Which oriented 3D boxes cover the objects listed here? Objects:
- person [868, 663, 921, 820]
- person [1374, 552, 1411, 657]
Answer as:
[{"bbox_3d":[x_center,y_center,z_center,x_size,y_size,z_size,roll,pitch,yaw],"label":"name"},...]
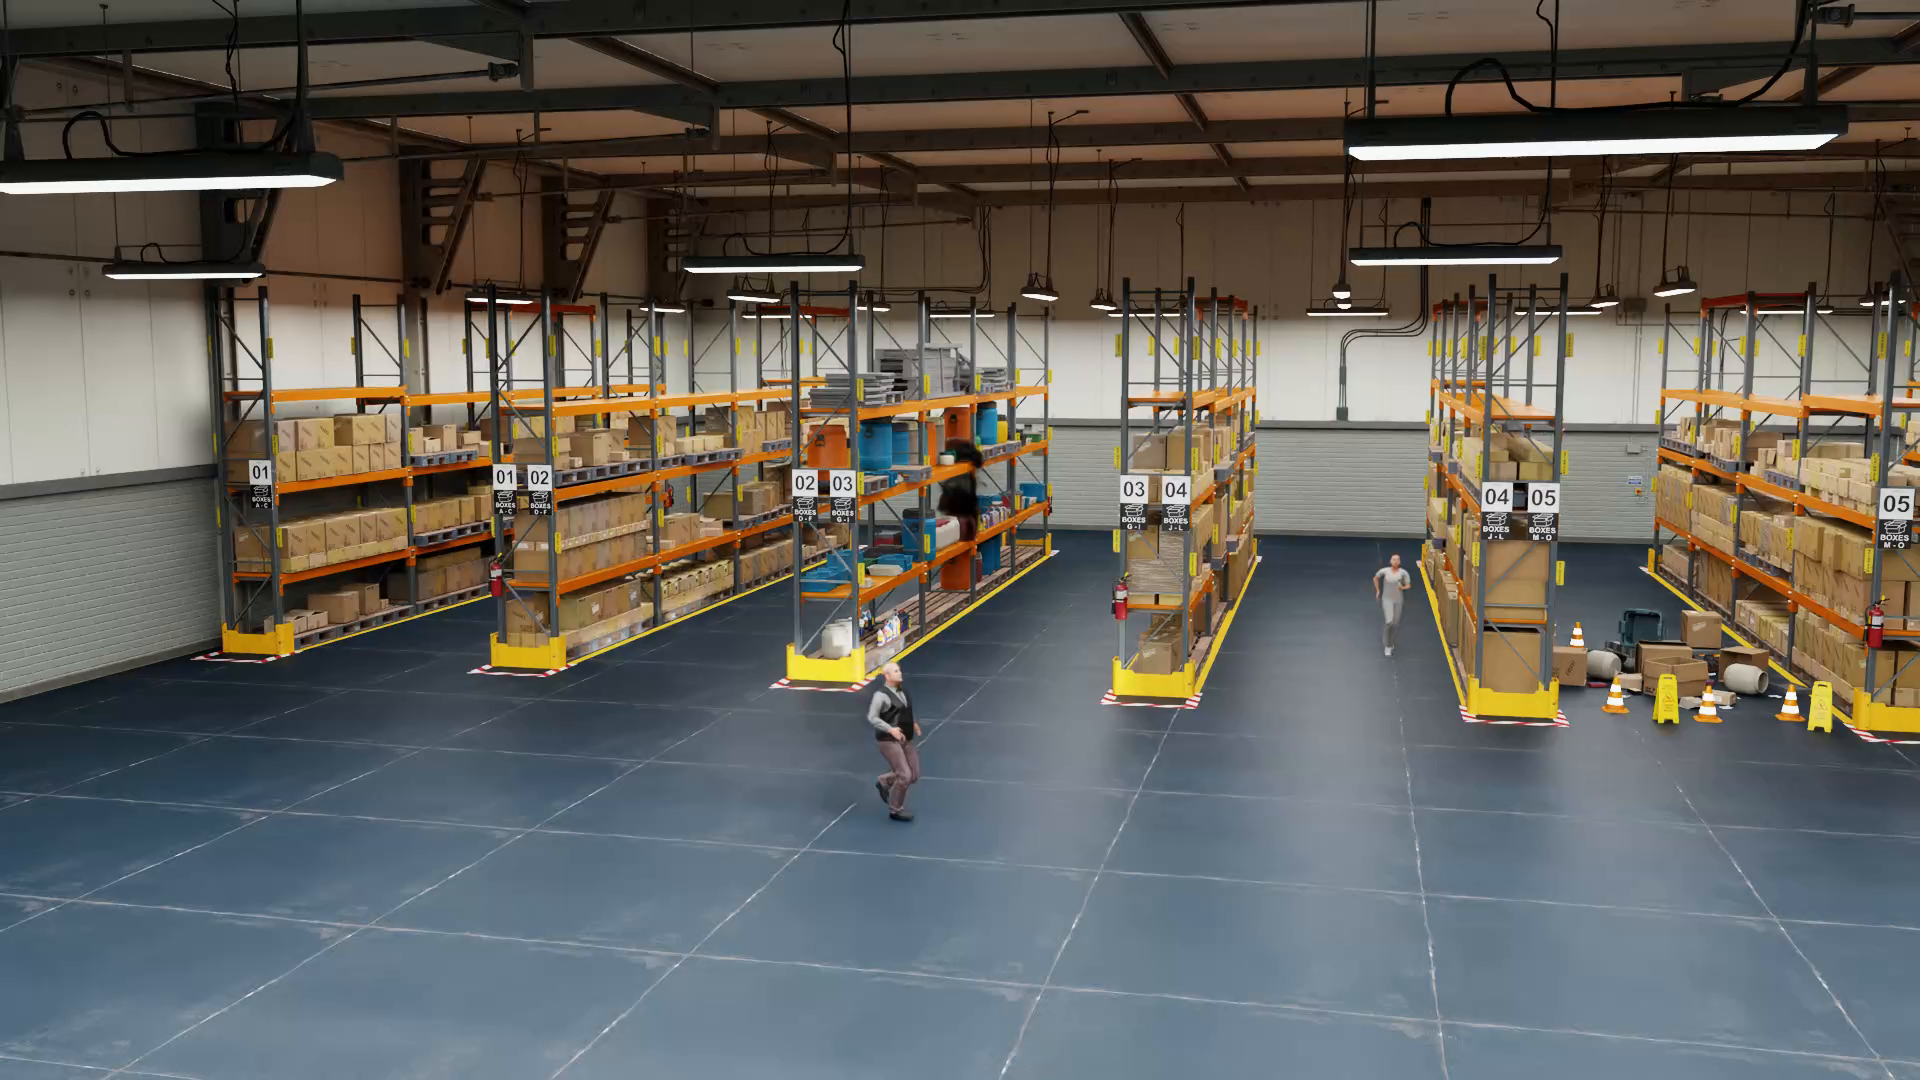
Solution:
[{"bbox_3d":[-0.716,2.138,17.764,0.612,1.669,0.657,4,8,34],"label":"person"},{"bbox_3d":[7.084,1.048,27.233,0.546,1.704,0.677,0,7,3],"label":"person"}]
